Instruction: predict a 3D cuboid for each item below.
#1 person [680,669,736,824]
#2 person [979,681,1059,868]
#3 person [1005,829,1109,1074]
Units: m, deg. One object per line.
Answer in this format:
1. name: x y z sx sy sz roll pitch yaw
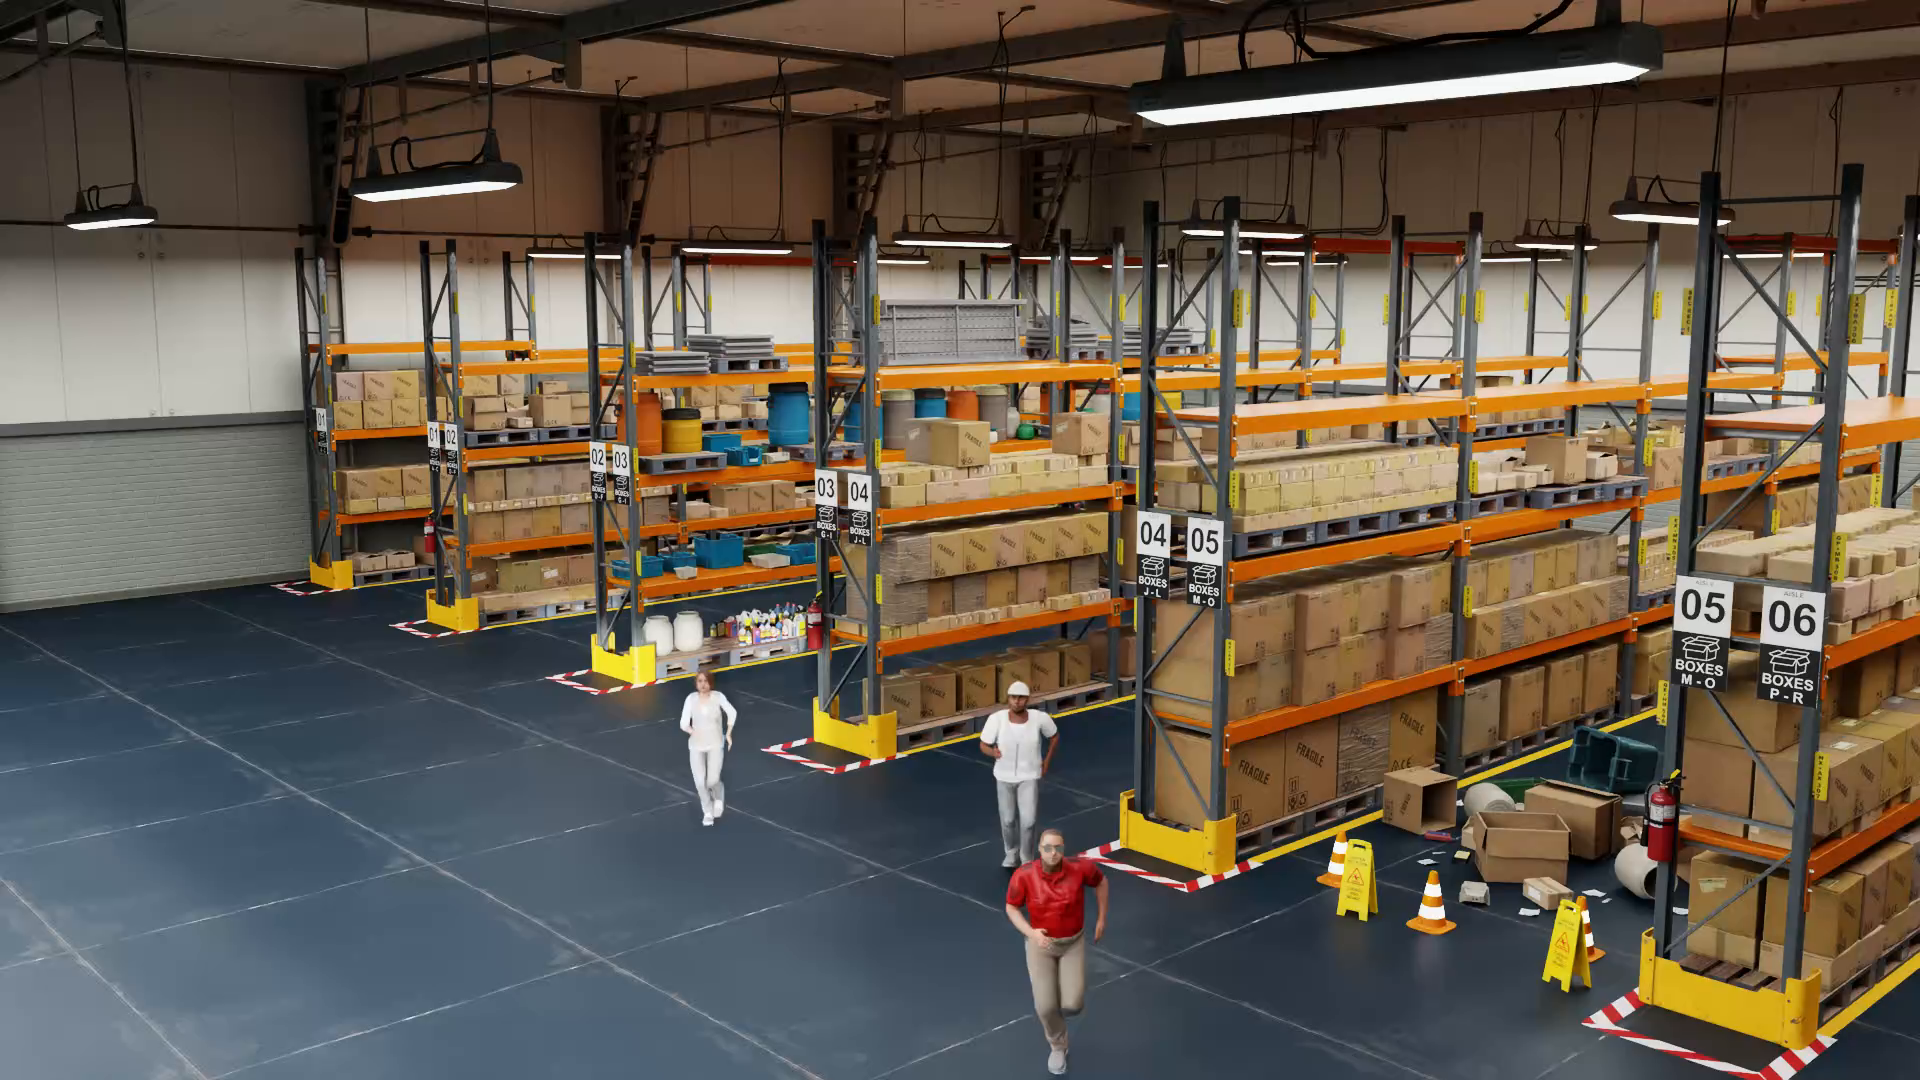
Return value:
1. person: -2.459 2.048 16.172 0.522 1.530 0.563 0 8 0
2. person: 0.511 2.155 14.780 0.688 1.831 0.678 1 8 9
3. person: 0.656 2.737 11.162 0.704 1.682 0.694 0 8 -1
